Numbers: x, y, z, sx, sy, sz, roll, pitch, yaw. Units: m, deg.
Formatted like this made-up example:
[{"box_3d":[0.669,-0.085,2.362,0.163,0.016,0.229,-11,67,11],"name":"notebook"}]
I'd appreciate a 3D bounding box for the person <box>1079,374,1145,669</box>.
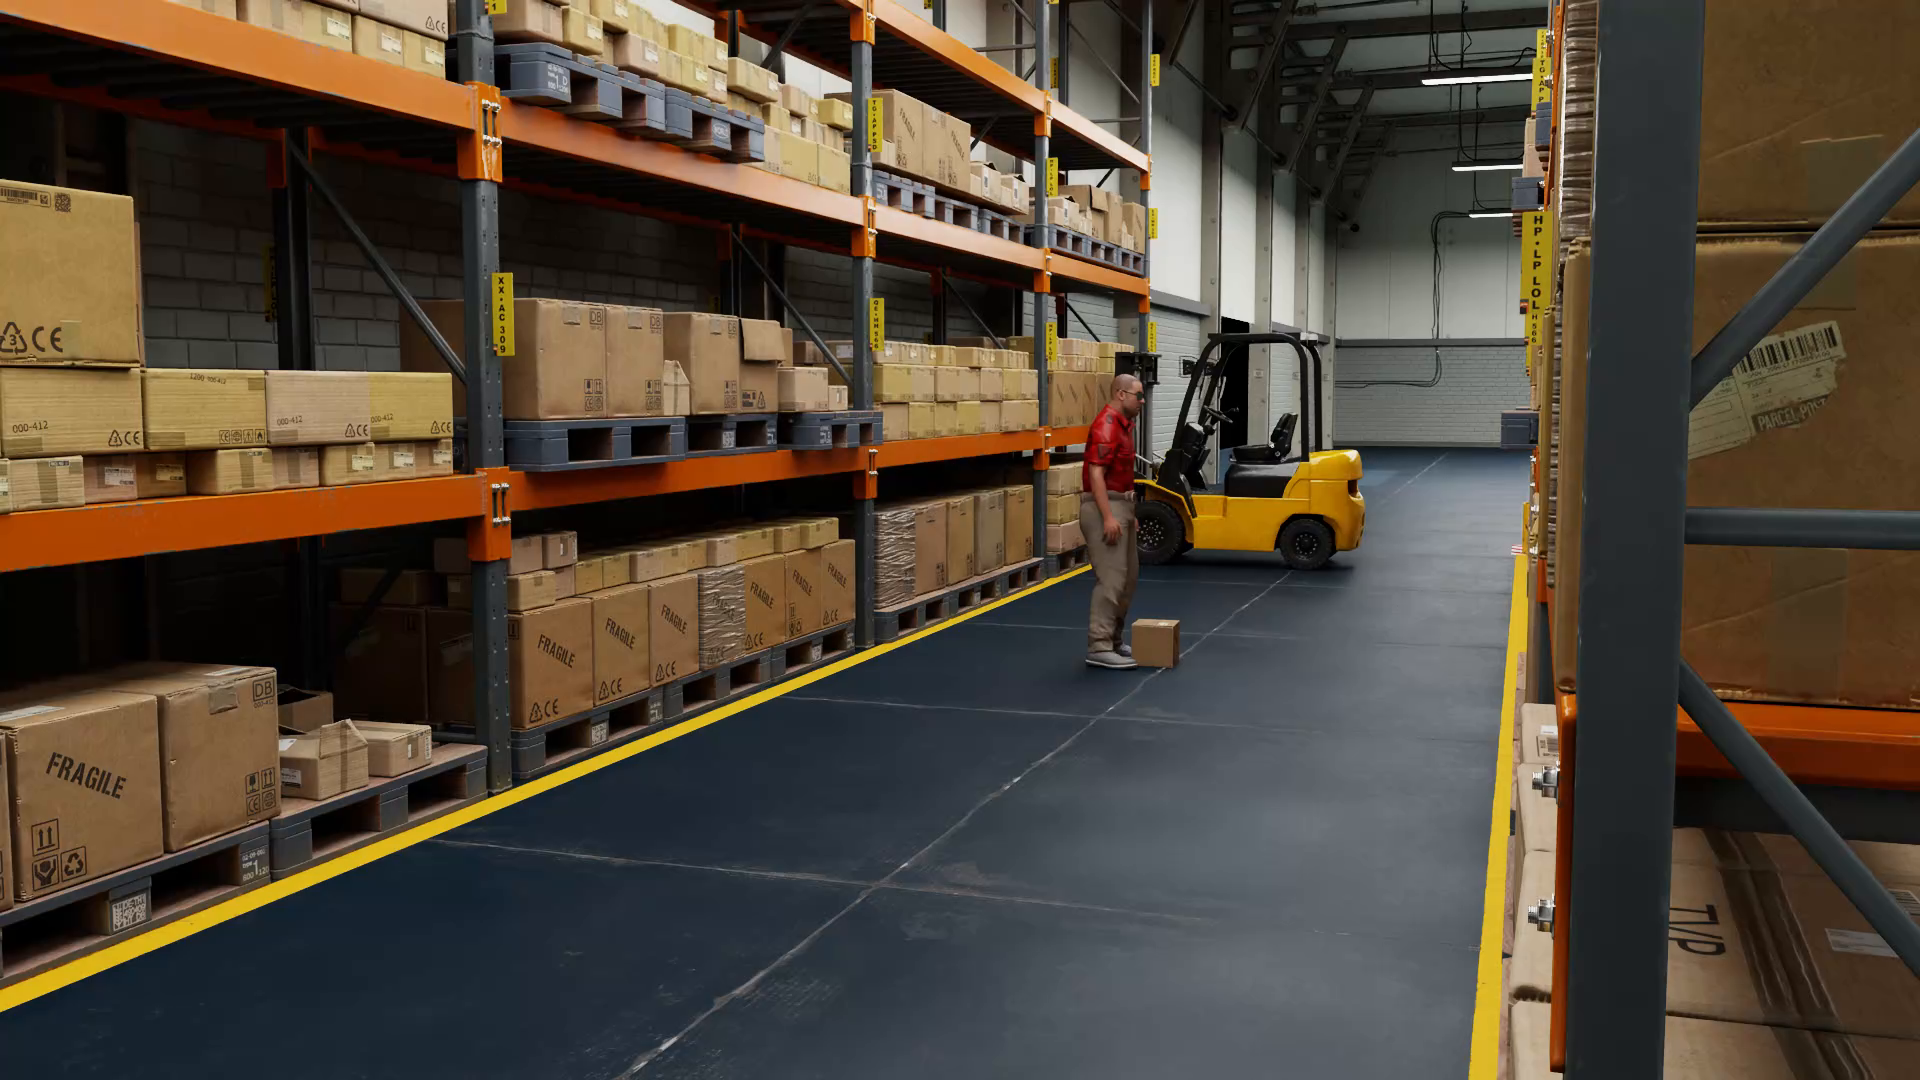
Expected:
[{"box_3d":[0.927,-0.125,9.951,0.393,1.727,0.587,2,5,19],"name":"person"}]
